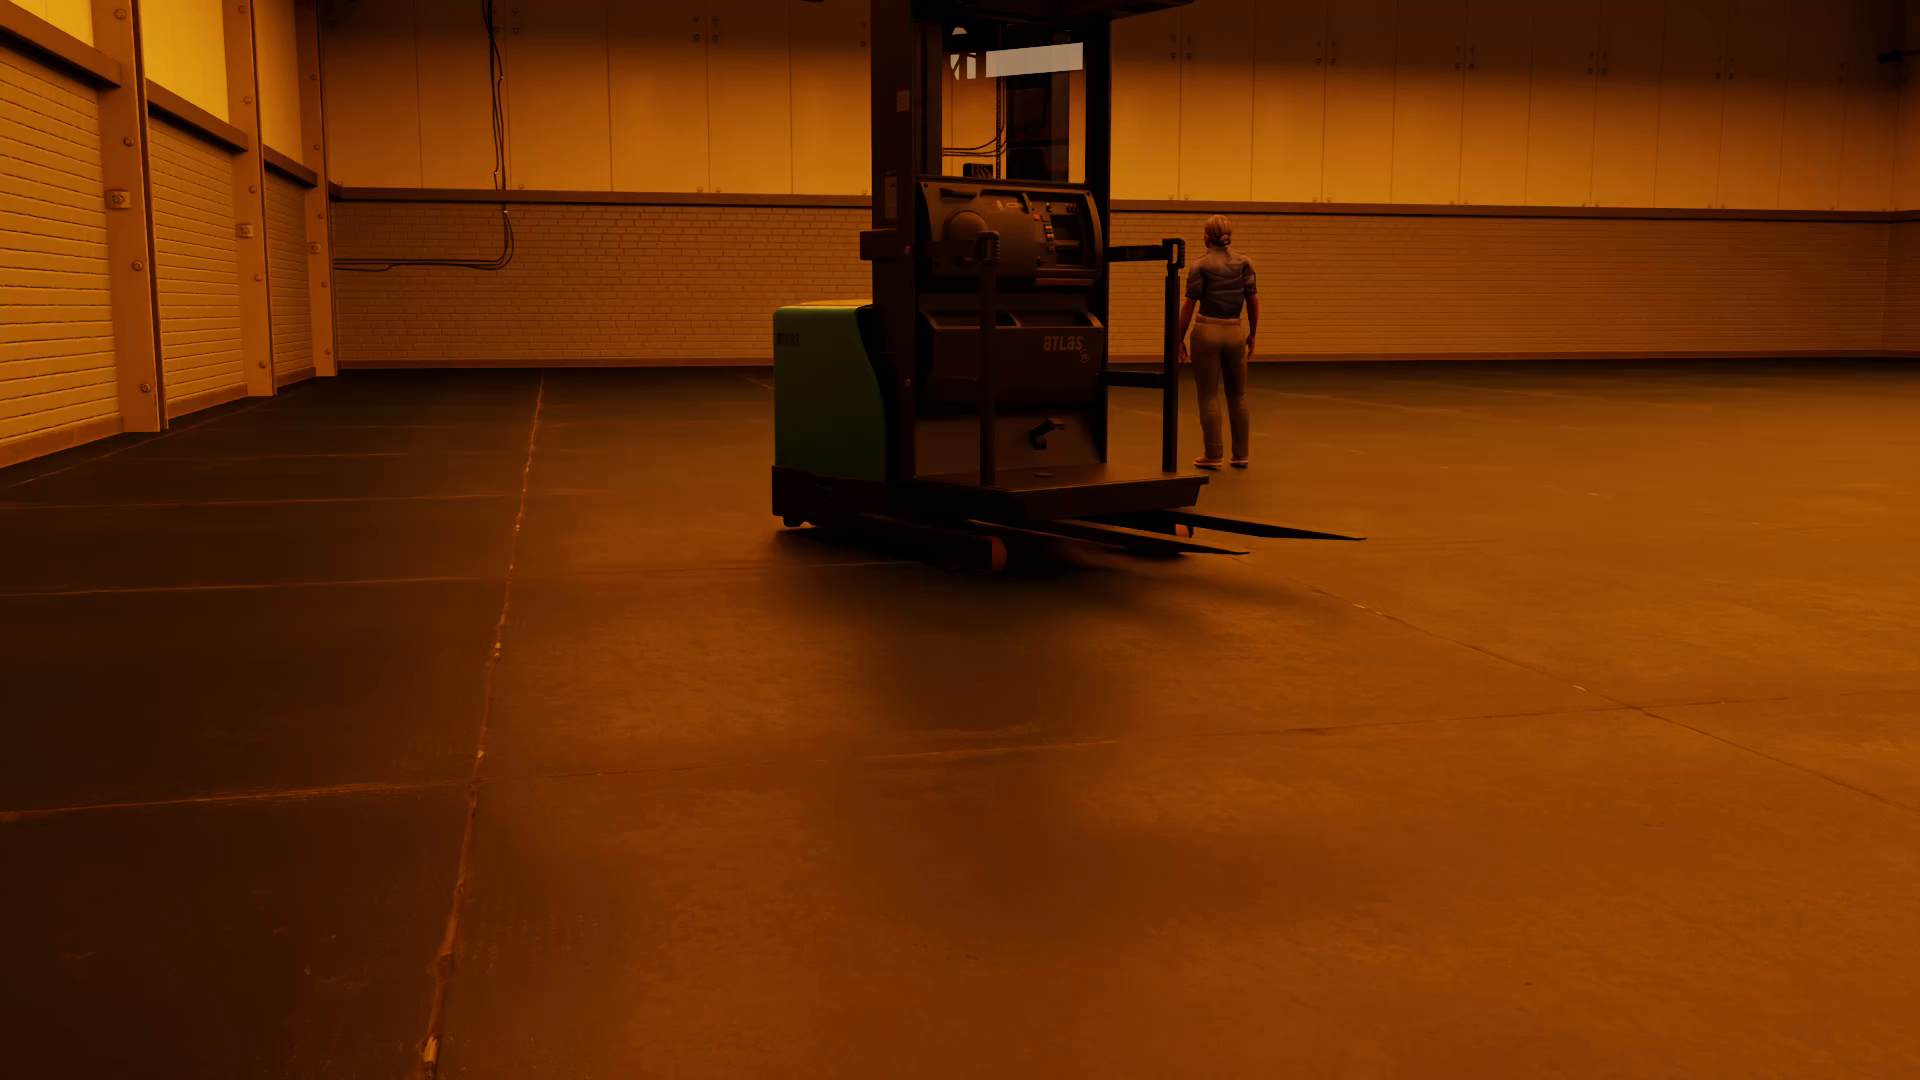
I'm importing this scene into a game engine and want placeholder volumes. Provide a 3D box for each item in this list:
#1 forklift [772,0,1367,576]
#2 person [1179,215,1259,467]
[{"bbox_3d":[0.355,-1.383,7.015,1.130,2.935,3.031,-6,10,-35],"label":"forklift"},{"bbox_3d":[1.704,-1.310,11.045,0.570,1.654,0.504,-1,8,-9],"label":"person"}]
